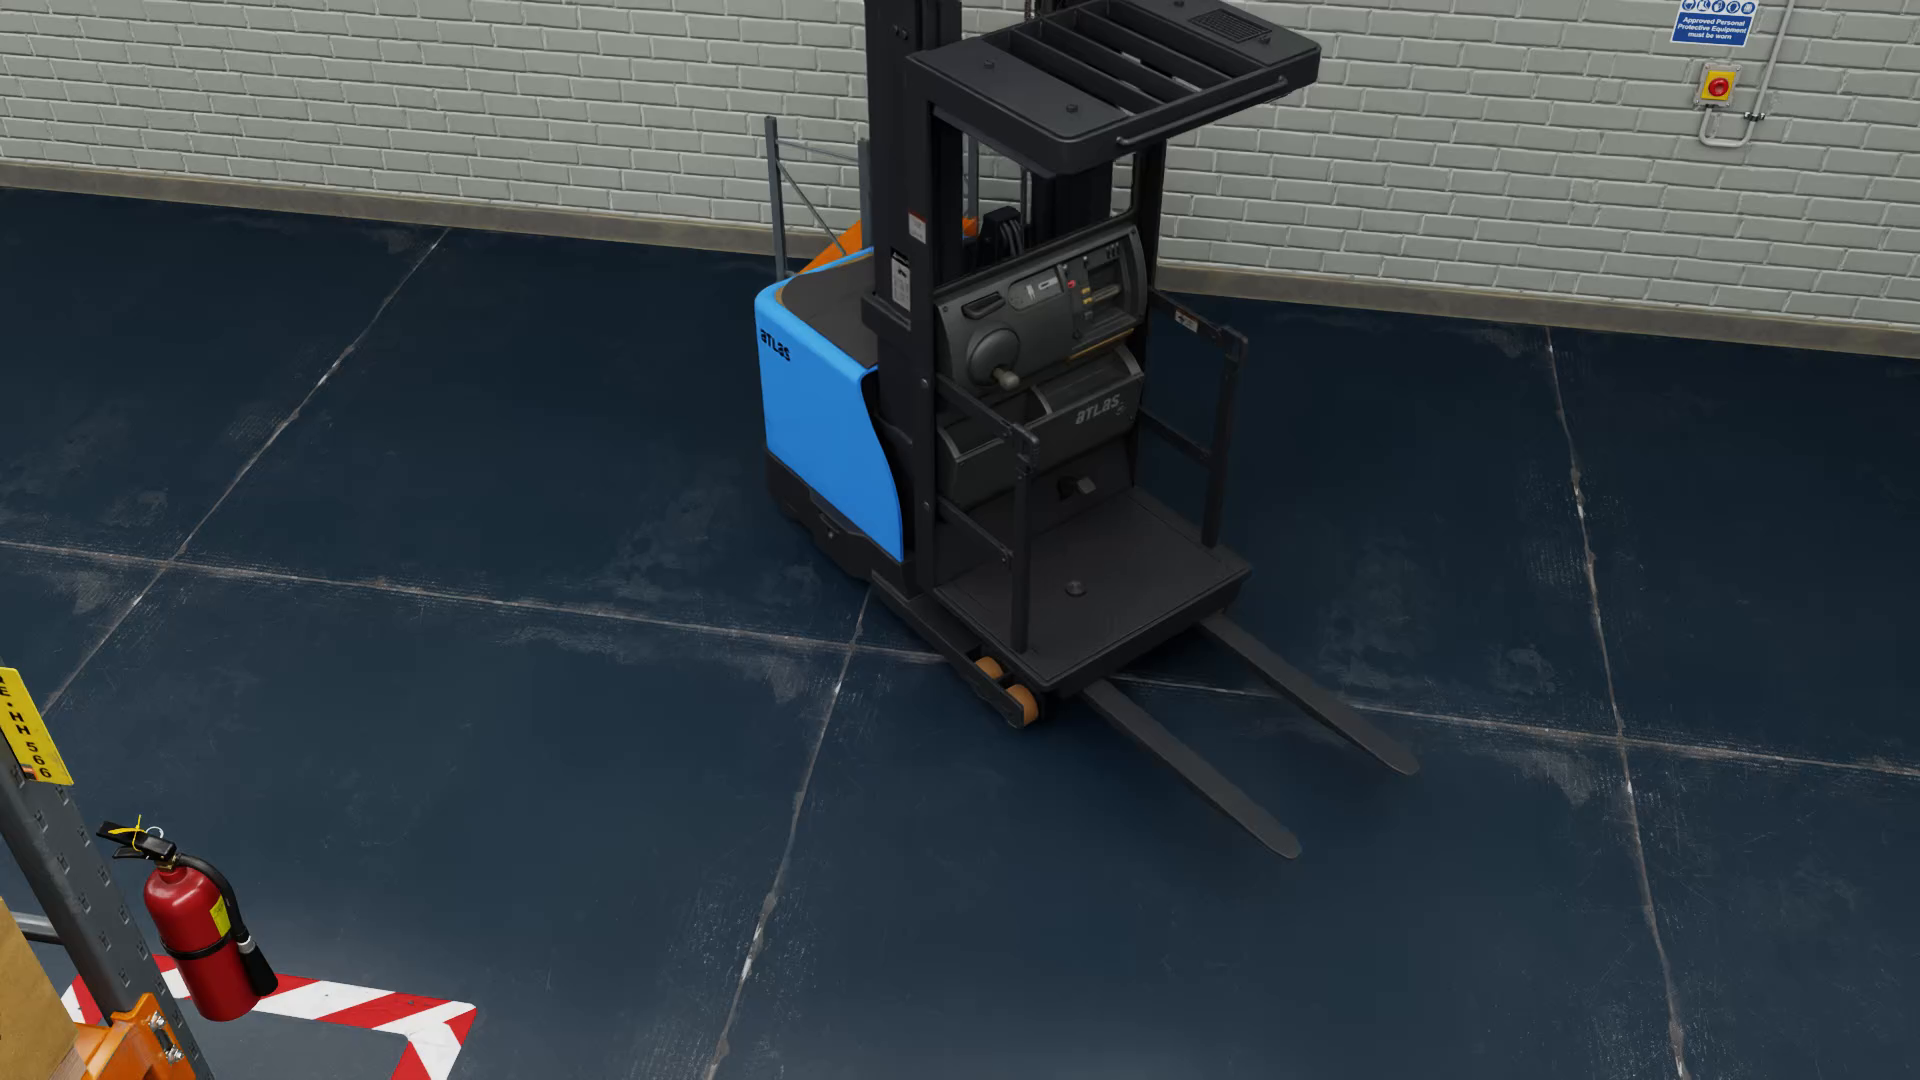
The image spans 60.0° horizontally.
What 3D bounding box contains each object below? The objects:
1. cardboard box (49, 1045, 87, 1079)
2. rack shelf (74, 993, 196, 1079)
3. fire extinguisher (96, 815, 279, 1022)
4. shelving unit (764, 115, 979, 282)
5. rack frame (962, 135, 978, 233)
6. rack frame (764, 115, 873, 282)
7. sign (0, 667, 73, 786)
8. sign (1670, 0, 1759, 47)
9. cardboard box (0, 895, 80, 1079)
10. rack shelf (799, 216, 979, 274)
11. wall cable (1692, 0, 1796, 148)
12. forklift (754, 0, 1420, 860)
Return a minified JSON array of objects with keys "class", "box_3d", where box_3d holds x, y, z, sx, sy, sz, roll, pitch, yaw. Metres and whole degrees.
[{"class":"cardboard box","box_3d":[-2.178,1.196,3.647,0.380,0.149,0.250,6,40,8]},{"class":"rack shelf","box_3d":[-2.746,2.395,2.563,1.077,0.370,4.000,6,40,8]},{"class":"fire extinguisher","box_3d":[-1.901,0.929,4.125,0.296,0.674,0.183,6,40,8]},{"class":"shelving unit","box_3d":[-0.369,-1.446,7.821,0.587,1.500,1.083,18,43,21]},{"class":"rack frame","box_3d":[-0.142,-1.729,8.164,0.500,1.500,0.032,18,43,21]},{"class":"rack frame","box_3d":[-0.604,-1.152,7.466,0.500,1.500,0.032,18,43,21]},{"class":"sign","box_3d":[-1.856,0.369,3.293,0.100,0.325,0.005,6,40,8]},{"class":"sign","box_3d":[3.409,-2.344,7.519,0.327,0.218,0.001,6,40,8]},{"class":"cardboard box","box_3d":[-2.224,1.020,3.350,0.500,0.500,0.500,7,40,9]},{"class":"rack shelf","box_3d":[-0.373,-1.302,7.930,0.538,0.185,1.000,18,43,21]},{"class":"wall cable","box_3d":[3.446,-2.600,7.218,0.585,1.953,0.123,6,40,8]},{"class":"forklift","box_3d":[0.444,-0.772,5.883,1.130,2.935,3.031,-27,46,-28]}]
